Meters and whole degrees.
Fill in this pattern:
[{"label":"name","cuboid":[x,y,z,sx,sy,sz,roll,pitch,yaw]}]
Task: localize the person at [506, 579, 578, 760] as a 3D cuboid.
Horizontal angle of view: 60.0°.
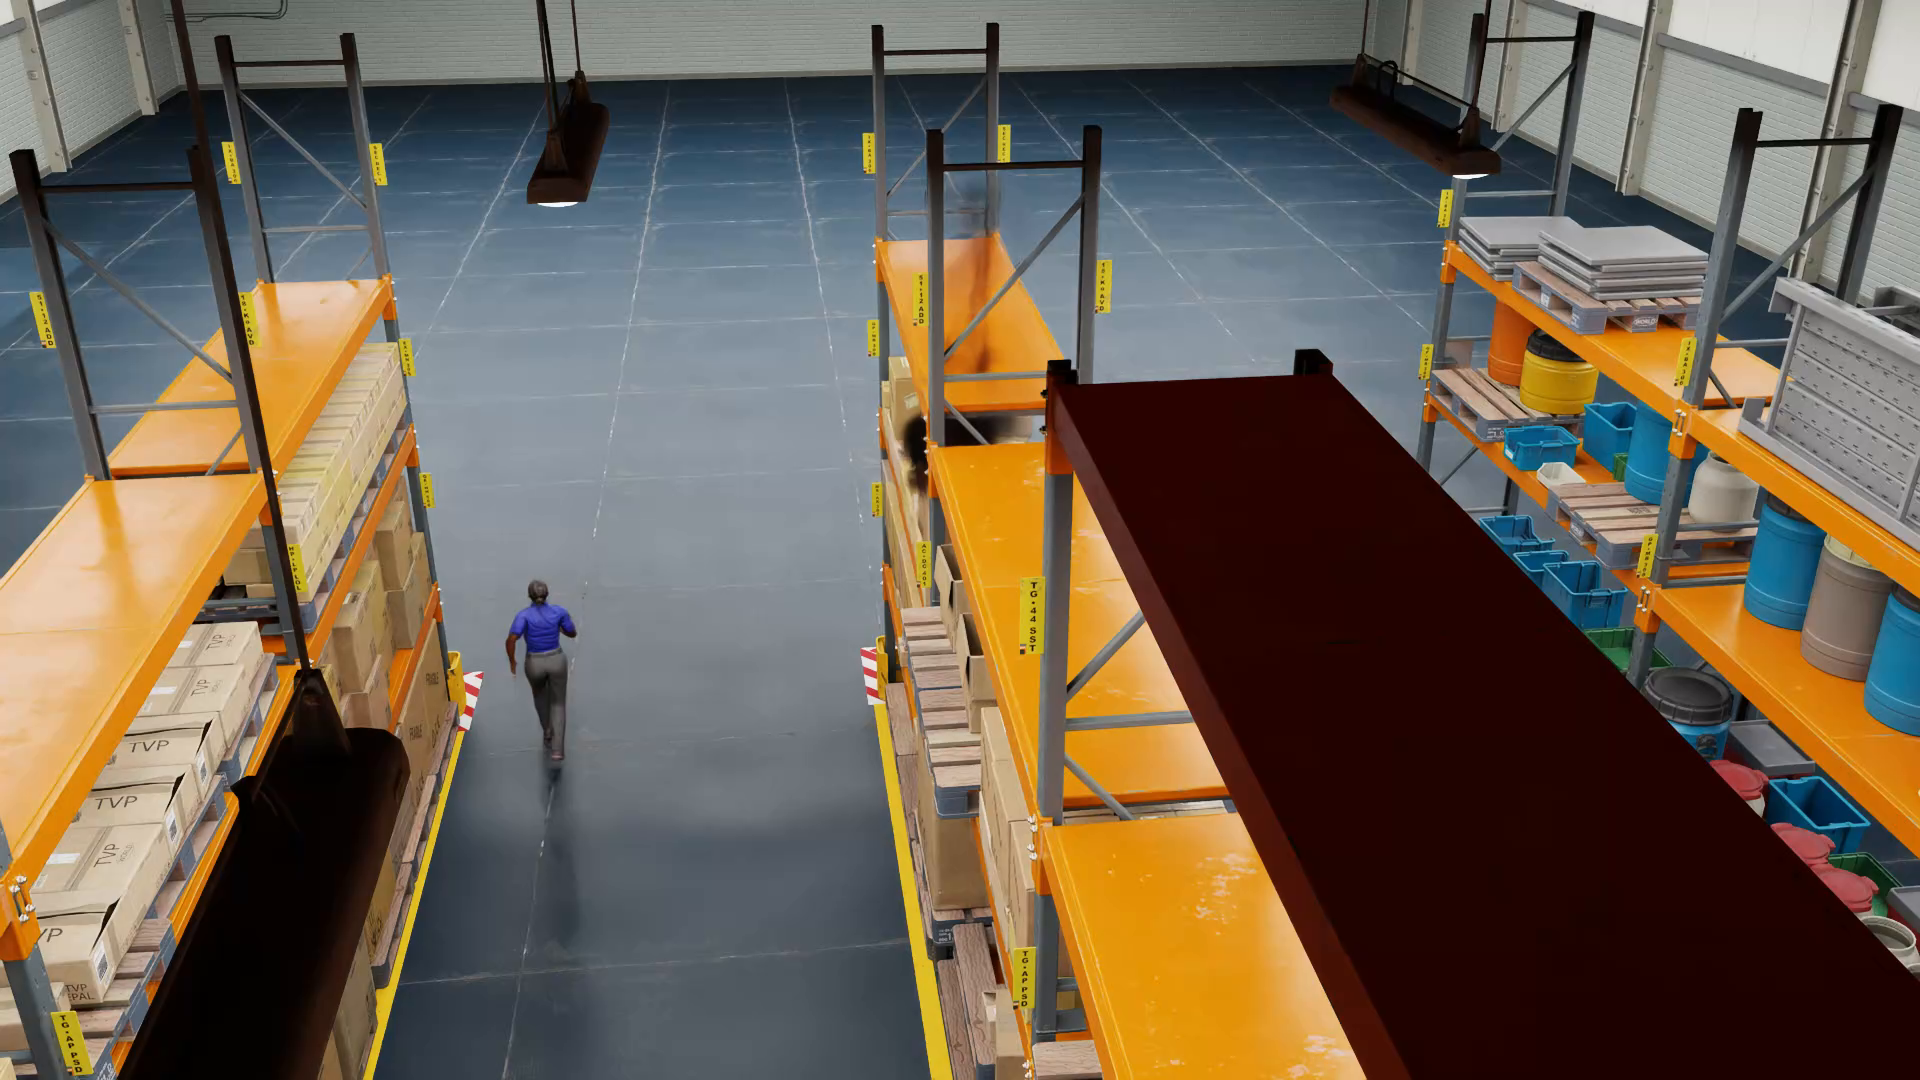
[{"label":"person","cuboid":[-3.540,1.149,14.237,0.608,1.724,0.852,-8,27,-17]}]
